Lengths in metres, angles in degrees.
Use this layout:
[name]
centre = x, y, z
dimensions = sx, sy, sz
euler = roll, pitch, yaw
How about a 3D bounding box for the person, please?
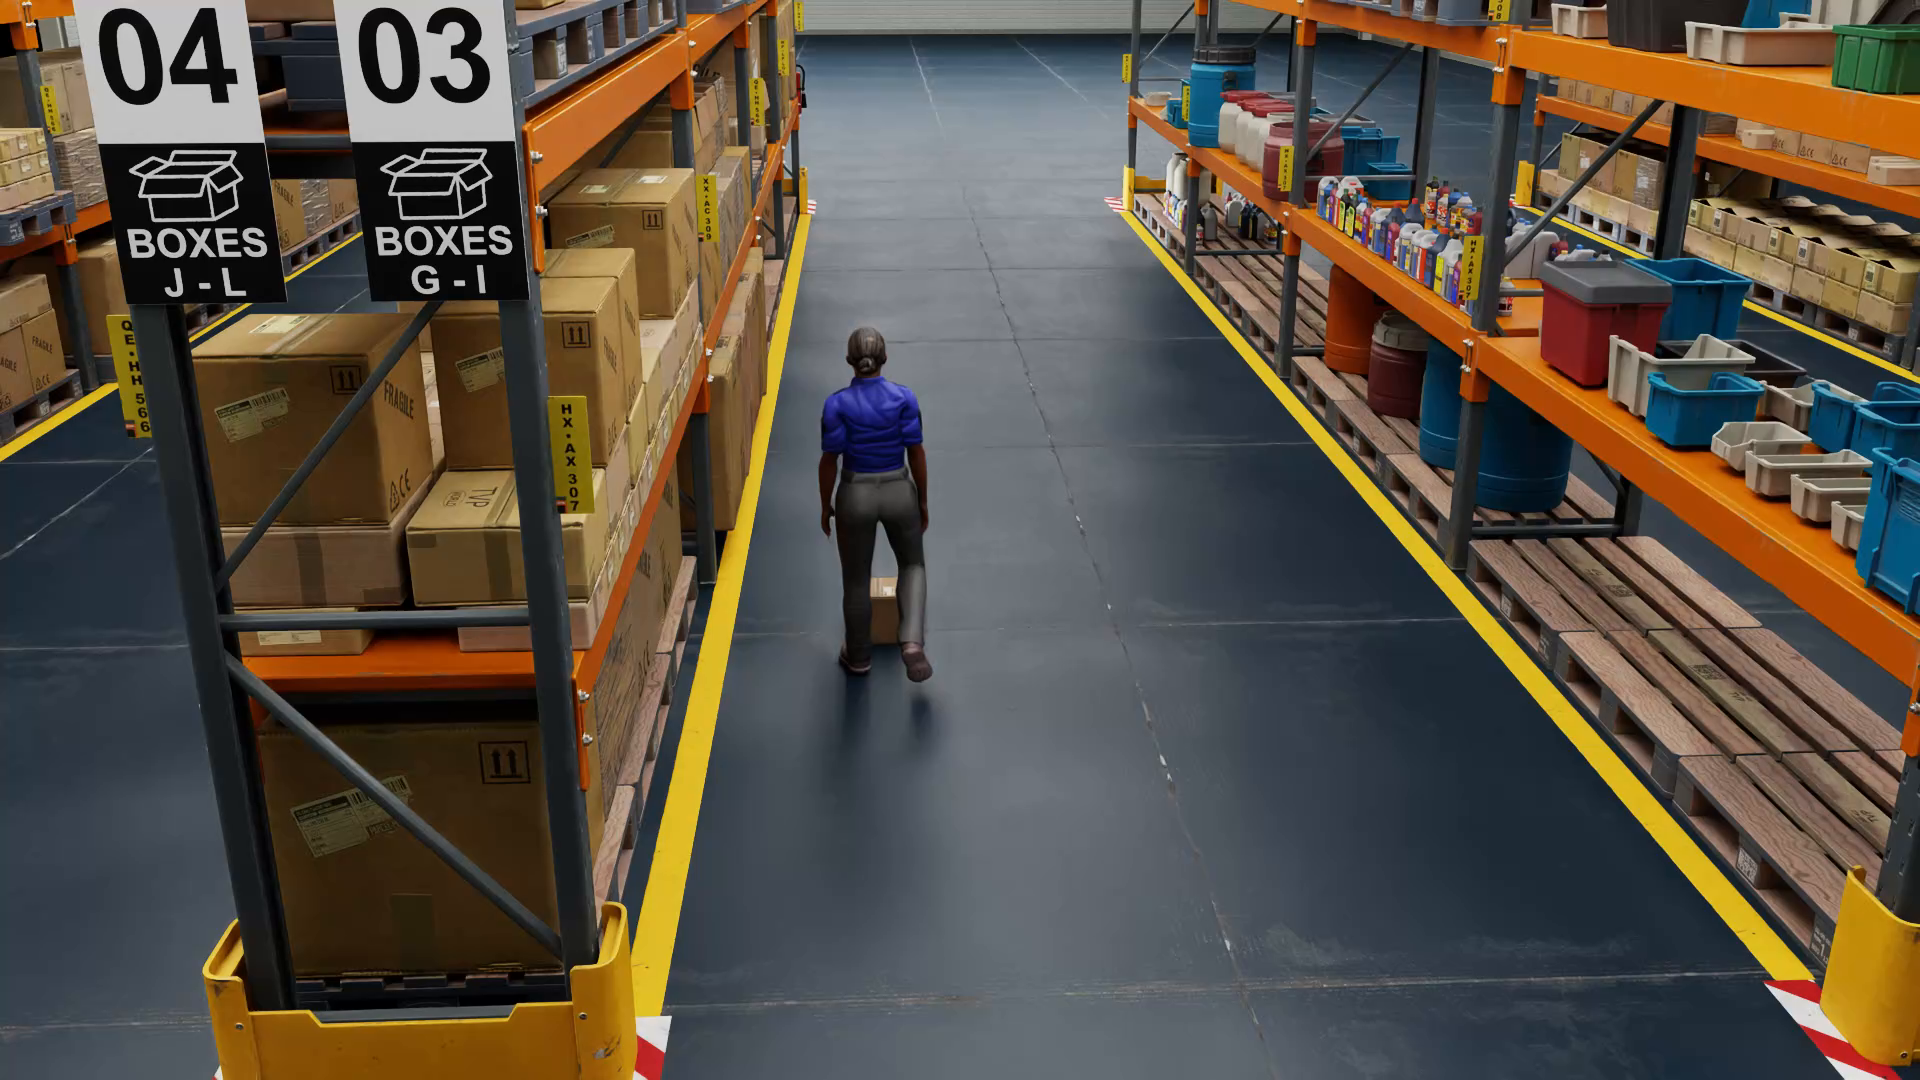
[person]
centre = -0.384, -0.152, 7.455
dimensions = 0.496, 1.663, 0.564
euler = -4, 21, -10
